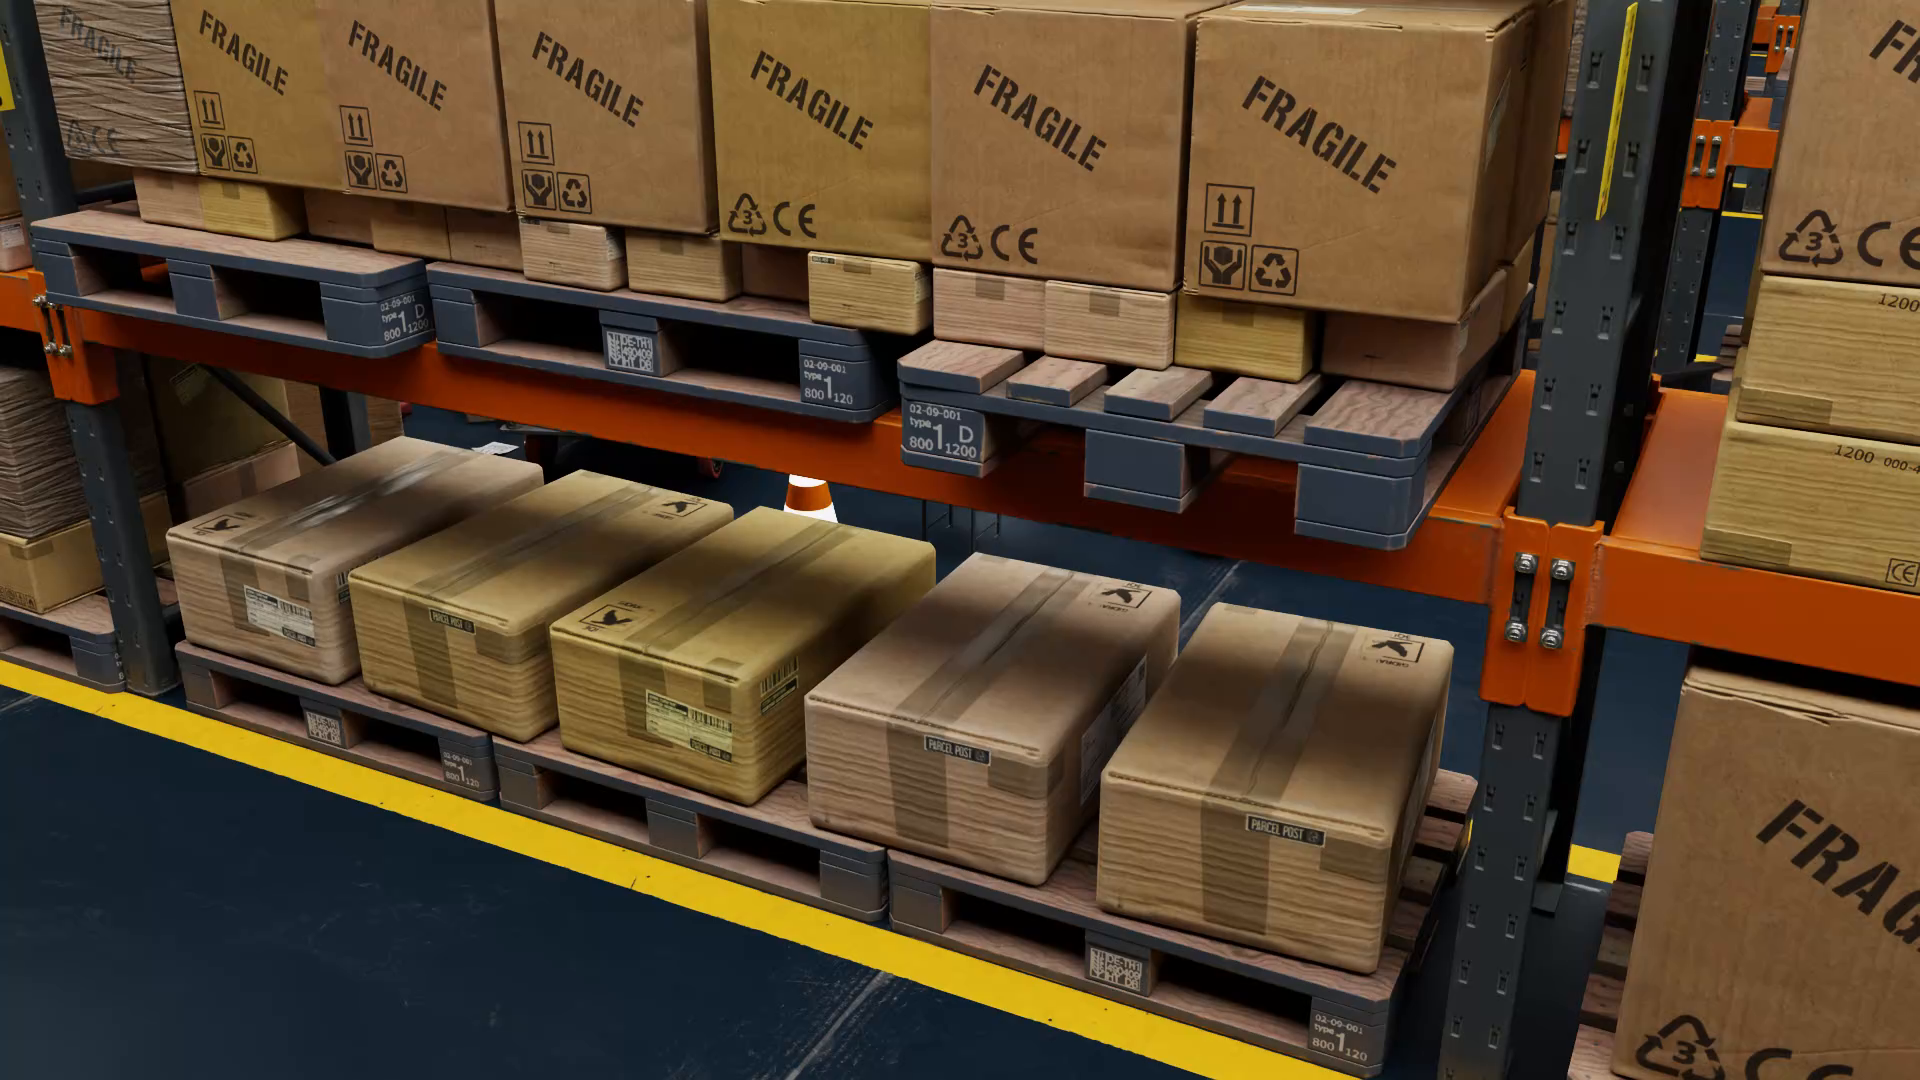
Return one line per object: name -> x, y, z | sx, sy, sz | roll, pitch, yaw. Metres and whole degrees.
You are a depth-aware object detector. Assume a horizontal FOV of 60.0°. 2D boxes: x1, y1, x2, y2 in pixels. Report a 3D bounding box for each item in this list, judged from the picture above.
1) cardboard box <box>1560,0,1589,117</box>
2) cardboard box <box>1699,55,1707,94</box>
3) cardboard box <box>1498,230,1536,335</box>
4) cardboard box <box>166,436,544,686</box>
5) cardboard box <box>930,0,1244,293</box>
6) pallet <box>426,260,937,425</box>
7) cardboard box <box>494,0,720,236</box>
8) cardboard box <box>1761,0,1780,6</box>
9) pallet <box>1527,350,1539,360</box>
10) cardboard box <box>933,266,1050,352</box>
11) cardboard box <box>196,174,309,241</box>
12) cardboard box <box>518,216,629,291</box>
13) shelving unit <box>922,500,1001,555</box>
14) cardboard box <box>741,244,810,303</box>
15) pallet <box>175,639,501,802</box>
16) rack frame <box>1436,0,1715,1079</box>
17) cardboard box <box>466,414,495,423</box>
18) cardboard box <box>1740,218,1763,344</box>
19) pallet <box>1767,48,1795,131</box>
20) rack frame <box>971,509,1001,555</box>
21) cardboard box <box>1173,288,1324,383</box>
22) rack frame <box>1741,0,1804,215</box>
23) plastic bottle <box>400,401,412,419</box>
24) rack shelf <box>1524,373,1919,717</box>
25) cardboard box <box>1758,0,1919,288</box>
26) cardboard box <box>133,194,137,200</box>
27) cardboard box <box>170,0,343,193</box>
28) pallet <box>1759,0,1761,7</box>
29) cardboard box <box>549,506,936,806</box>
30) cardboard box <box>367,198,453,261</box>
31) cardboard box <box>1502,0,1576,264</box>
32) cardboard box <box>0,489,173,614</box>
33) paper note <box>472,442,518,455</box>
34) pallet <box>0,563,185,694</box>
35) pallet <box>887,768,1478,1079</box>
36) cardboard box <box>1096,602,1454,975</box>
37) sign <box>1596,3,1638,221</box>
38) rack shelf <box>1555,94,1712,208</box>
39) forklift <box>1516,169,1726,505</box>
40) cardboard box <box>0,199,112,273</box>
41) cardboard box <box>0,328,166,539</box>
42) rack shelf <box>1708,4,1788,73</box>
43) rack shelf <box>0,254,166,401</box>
cardboard box -> 2.893, -2.147, 7.338 | 0.500, 0.500, 0.500 | 11, 25, 25
cardboard box -> 5.133, -3.335, 11.932 | 0.500, 0.250, 0.500 | 12, 26, 27
cardboard box -> 1.067, -0.568, 3.538 | 0.250, 0.149, 0.380 | 10, 25, 22
cardboard box -> -1.828, 0.033, 5.161 | 0.625, 0.372, 0.950 | 12, 26, 25
cardboard box -> 0.275, -0.815, 3.290 | 0.500, 0.500, 0.500 | 11, 25, 24
pallet -> -0.512, -0.616, 4.110 | 1.213, 0.211, 1.003 | 11, 25, 25
cardboard box -> -0.662, -1.001, 3.726 | 0.500, 0.500, 0.500 | 10, 25, 22
cardboard box -> 9.639, -6.481, 19.918 | 0.500, 0.311, 0.500 | 12, 26, 26
pallet -> 2.746, -0.997, 8.326 | 1.213, 0.211, 1.003 | 11, 25, 25
cardboard box -> 0.136, -0.520, 3.424 | 0.250, 0.149, 0.380 | 10, 25, 22
cardboard box -> -1.727, -0.897, 4.312 | 0.250, 0.149, 0.380 | 12, 26, 26
cardboard box -> -0.796, -0.705, 3.859 | 0.250, 0.149, 0.380 | 12, 26, 27
shelving unit -> 0.007, -0.413, 6.071 | 0.210, 0.900, 0.258 | 11, 25, 25
cardboard box -> -0.283, -0.652, 3.735 | 0.250, 0.149, 0.380 | 11, 26, 25
pallet -> -1.602, 0.345, 5.168 | 1.213, 0.211, 1.003 | 11, 25, 25
rack frame -> 1.273, -0.369, 3.284 | 0.127, 3.000, 1.000 | 11, 25, 25
cardboard box -> -2.056, -0.710, 7.581 | 0.396, 0.266, 0.258 | -5, 24, -12
cardboard box -> 1.820, -0.533, 3.223 | 0.500, 0.250, 0.500 | 11, 25, 24
pallet -> 4.100, -1.938, 7.220 | 1.003, 0.211, 1.213 | 11, 25, 25
rack frame -> 0.098, -0.395, 6.028 | 0.006, 0.900, 0.240 | 11, 25, 25
cardboard box -> 0.602, -0.444, 3.245 | 0.250, 0.149, 0.380 | 12, 26, 25
rack frame -> 5.744, -3.830, 11.422 | 0.127, 3.000, 1.000 | 11, 25, 25
plastic bottle -> -2.602, -0.605, 7.596 | 0.283, 0.061, 0.133 | 16, 28, 33
rack shelf -> 3.058, 0.316, 2.594 | 4.000, 0.370, 1.077 | 11, 25, 25
cardboard box -> 1.603, -0.702, 2.663 | 0.500, 0.500, 0.500 | 10, 25, 23
cardboard box -> -2.433, -1.127, 5.388 | 0.250, 0.149, 0.380 | 11, 25, 24
cardboard box -> -1.561, -1.180, 4.147 | 0.500, 0.500, 0.500 | 11, 26, 25
pallet -> 5.060, -3.830, 11.668 | 1.003, 0.211, 1.213 | 11, 25, 25
cardboard box -> -0.563, 0.281, 4.578 | 0.625, 0.372, 0.950 | 12, 26, 26
cardboard box -> -1.229, -0.814, 4.116 | 0.250, 0.149, 0.380 | 12, 26, 25
cardboard box -> 0.976, -0.905, 3.501 | 0.500, 0.500, 0.500 | 10, 25, 23
cardboard box -> -2.946, -0.013, 5.425 | 0.500, 0.250, 0.500 | 12, 26, 27
paper note -> -2.000, -0.398, 7.147 | 0.142, 0.019, 0.148 | 11, 25, 25
pallet -> -2.912, 0.102, 5.740 | 1.213, 0.211, 1.003 | 11, 25, 25
pallet -> 0.576, 0.776, 4.155 | 1.213, 0.211, 1.003 | 11, 25, 25
cardboard box -> 0.773, 0.544, 3.959 | 0.625, 0.372, 0.950 | 9, 25, 21
sign -> 1.036, -0.674, 2.623 | 0.005, 0.325, 0.100 | 11, 25, 25
rack shelf -> 1.631, -2.137, 8.362 | 4.000, 0.370, 1.077 | 11, 25, 25
forklift -> 2.116, -1.640, 6.361 | 3.031, 2.935, 1.130 | -7, 24, -17
cardboard box -> -2.721, -0.910, 4.877 | 0.250, 0.149, 0.380 | 11, 25, 24
cardboard box -> -2.946, -0.359, 5.279 | 0.500, 0.500, 0.500 | 11, 25, 24
rack shelf -> 3.959, -3.852, 12.393 | 4.000, 0.370, 1.077 | 11, 25, 25
rack shelf -> -4.082, -1.097, 5.916 | 4.000, 0.370, 1.077 | 11, 25, 25
